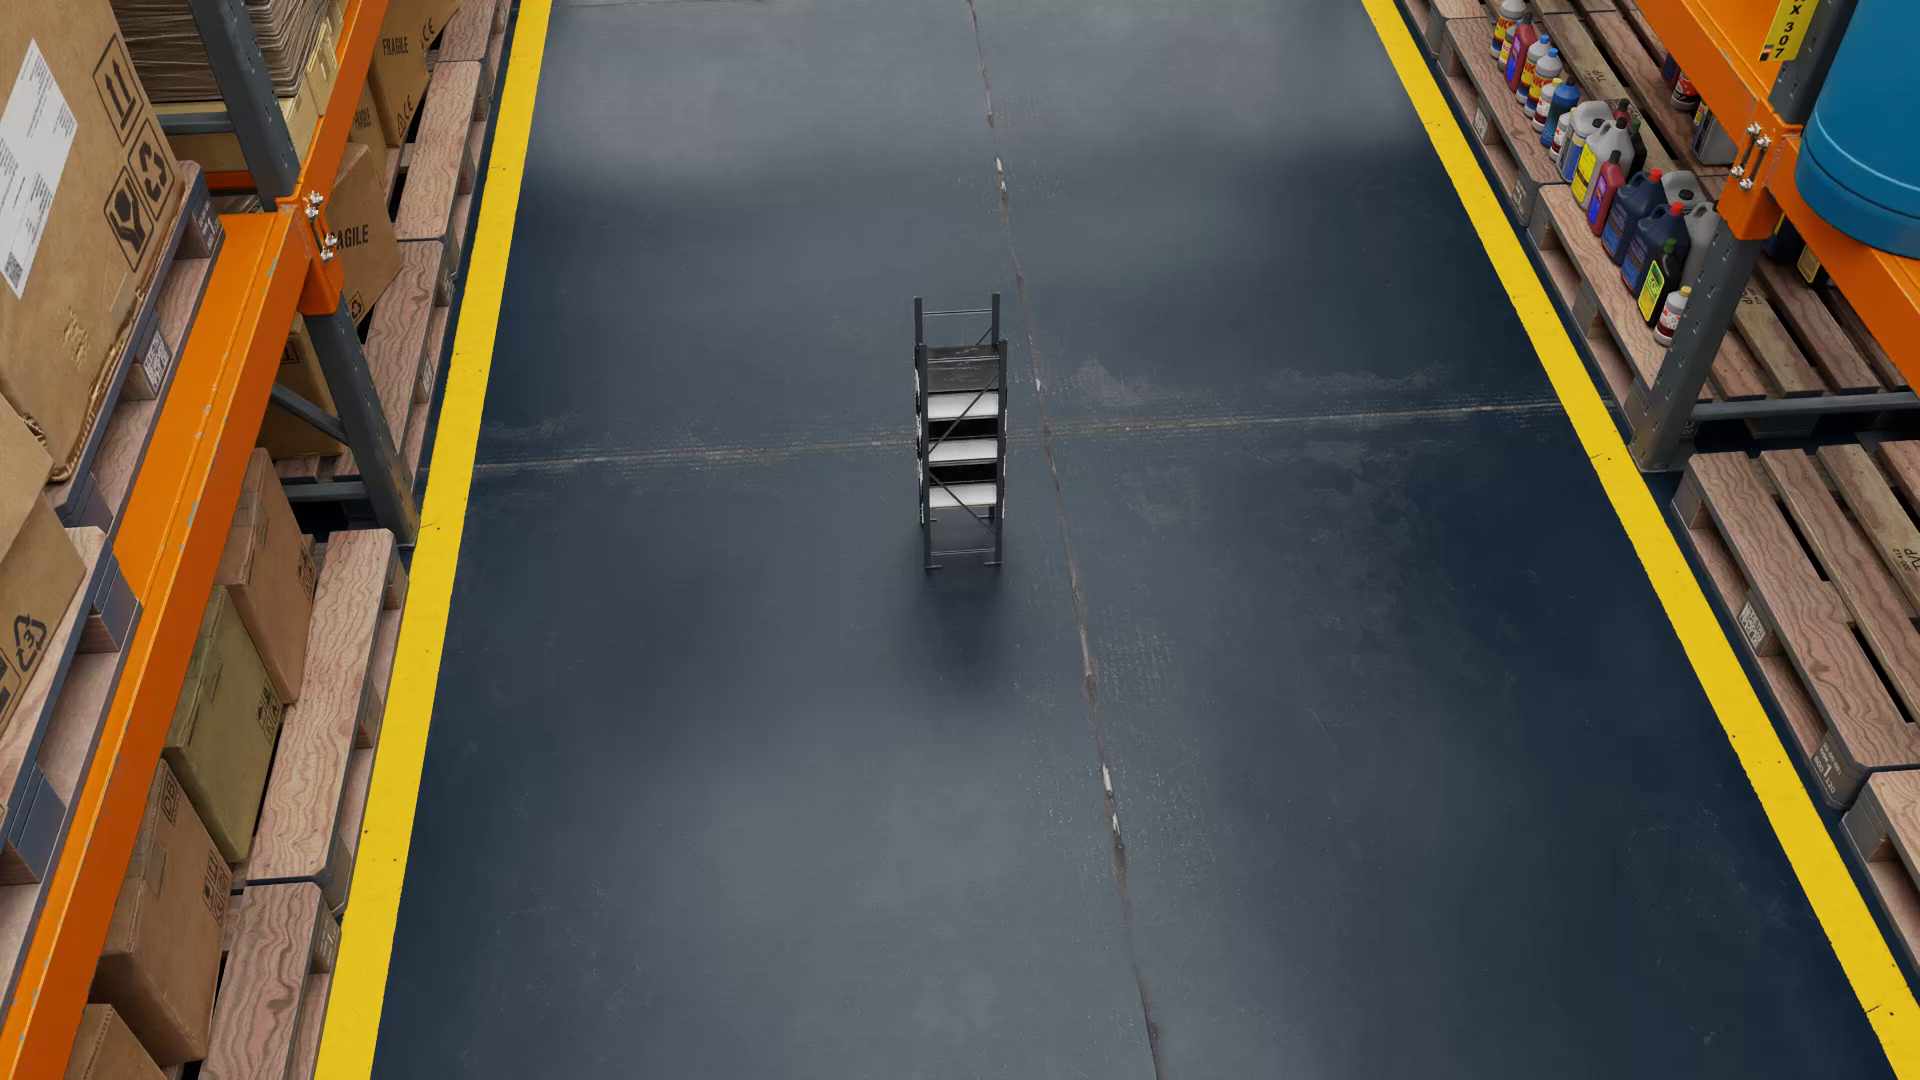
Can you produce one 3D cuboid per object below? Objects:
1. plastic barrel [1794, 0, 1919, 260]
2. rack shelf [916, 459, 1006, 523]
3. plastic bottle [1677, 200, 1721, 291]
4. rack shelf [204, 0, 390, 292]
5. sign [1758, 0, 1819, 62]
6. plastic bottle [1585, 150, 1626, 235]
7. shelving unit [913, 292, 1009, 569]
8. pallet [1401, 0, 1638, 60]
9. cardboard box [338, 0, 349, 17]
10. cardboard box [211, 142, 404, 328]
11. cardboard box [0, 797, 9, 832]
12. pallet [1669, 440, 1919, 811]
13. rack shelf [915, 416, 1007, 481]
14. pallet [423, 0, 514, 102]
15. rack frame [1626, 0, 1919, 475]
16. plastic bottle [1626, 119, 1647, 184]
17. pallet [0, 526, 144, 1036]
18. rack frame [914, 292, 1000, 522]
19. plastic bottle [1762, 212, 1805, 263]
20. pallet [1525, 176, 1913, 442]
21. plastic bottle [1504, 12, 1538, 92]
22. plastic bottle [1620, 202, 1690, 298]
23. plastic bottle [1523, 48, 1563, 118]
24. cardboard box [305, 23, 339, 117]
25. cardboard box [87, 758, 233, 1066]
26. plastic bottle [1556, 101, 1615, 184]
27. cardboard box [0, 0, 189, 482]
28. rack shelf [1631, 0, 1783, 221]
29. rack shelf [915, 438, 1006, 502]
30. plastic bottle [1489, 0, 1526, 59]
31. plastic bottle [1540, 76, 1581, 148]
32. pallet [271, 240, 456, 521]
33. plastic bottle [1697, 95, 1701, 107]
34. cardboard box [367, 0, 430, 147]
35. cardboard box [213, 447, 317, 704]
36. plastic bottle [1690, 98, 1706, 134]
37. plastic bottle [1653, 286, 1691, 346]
[{"bbox_3d":[2.452,-1.193,3.969,0.600,0.901,0.708,-3,47,-3],"label":"plastic barrel"},{"bbox_3d":[0.001,-0.157,5.073,0.258,0.077,0.200,-3,47,-3],"label":"rack shelf"},{"bbox_3d":[2.524,-1.017,5.668,0.144,0.351,0.185,-3,47,-3],"label":"plastic bottle"},{"bbox_3d":[-2.381,-2.218,5.780,1.077,0.370,4.000,-3,47,-3],"label":"rack shelf"},{"bbox_3d":[2.173,-1.389,4.309,0.100,0.325,0.005,-3,47,-3],"label":"sign"},{"bbox_3d":[2.310,-1.239,5.925,0.061,0.283,0.133,-1,47,-1],"label":"plastic bottle"},{"bbox_3d":[0.001,-0.304,4.918,0.258,0.900,0.210,-3,47,-3],"label":"shelving unit"},{"bbox_3d":[2.503,-2.614,7.580,1.003,0.211,1.213,-3,47,-3],"label":"pallet"},{"bbox_3d":[-2.019,-1.647,4.917,0.380,0.149,0.250,-3,47,-3],"label":"cardboard box"},{"bbox_3d":[-2.263,-1.009,5.572,0.500,0.500,0.500,10,47,9],"label":"cardboard box"},{"bbox_3d":[-1.790,0.557,2.471,0.500,0.250,0.500,-5,47,-4],"label":"cardboard box"},{"bbox_3d":[2.826,0.206,4.910,1.003,0.211,1.213,-3,47,-3],"label":"pallet"},{"bbox_3d":[0.001,-0.281,4.942,0.258,0.077,0.200,-3,47,-3],"label":"rack shelf"},{"bbox_3d":[-2.509,-2.308,7.291,1.003,0.211,1.213,-3,47,-3],"label":"pallet"},{"bbox_3d":[2.722,-1.319,4.433,1.000,3.000,0.127,-3,47,-3],"label":"rack frame"},{"bbox_3d":[2.438,-1.382,6.061,0.061,0.283,0.133,-3,47,-3],"label":"plastic bottle"},{"bbox_3d":[-2.085,0.512,2.831,1.003,0.211,1.213,-3,47,-3],"label":"pallet"},{"bbox_3d":[-0.008,-0.377,4.987,0.240,0.900,0.006,-3,47,-3],"label":"rack frame"},{"bbox_3d":[2.924,-1.160,5.804,0.144,0.351,0.185,-3,47,-3],"label":"plastic bottle"},{"bbox_3d":[2.707,-0.849,5.908,1.003,0.211,1.213,-3,47,-3],"label":"pallet"},{"bbox_3d":[2.229,-1.935,6.584,0.061,0.283,0.133,-3,47,-3],"label":"plastic bottle"},{"bbox_3d":[2.381,-1.008,5.660,0.144,0.351,0.185,-5,47,-4],"label":"plastic bottle"},{"bbox_3d":[2.265,-1.775,6.441,0.097,0.271,0.097,0,47,0],"label":"plastic bottle"},{"bbox_3d":[-1.940,-1.287,4.576,0.380,0.149,0.250,-3,47,-3],"label":"cardboard box"},{"bbox_3d":[-2.115,0.887,3.763,0.700,0.500,0.500,-7,47,-7],"label":"cardboard box"},{"bbox_3d":[2.328,-1.472,6.152,0.152,0.276,0.135,-3,47,-3],"label":"plastic bottle"},{"bbox_3d":[-2.287,-0.785,3.225,1.000,1.000,1.000,-3,47,-3],"label":"cardboard box"},{"bbox_3d":[2.554,-2.519,6.065,1.077,0.370,4.000,-3,47,-3],"label":"rack shelf"},{"bbox_3d":[0.001,-0.219,5.007,0.258,0.077,0.200,-3,47,-3],"label":"rack shelf"},{"bbox_3d":[2.228,-2.095,6.745,0.097,0.271,0.097,0,47,0],"label":"plastic bottle"},{"bbox_3d":[2.282,-1.628,6.302,0.097,0.271,0.097,0,47,0],"label":"plastic bottle"},{"bbox_3d":[-2.305,-0.543,5.619,1.003,0.211,1.213,-3,47,-3],"label":"pallet"},{"bbox_3d":[2.983,-1.841,6.501,0.152,0.276,0.135,-5,47,-4],"label":"plastic bottle"},{"bbox_3d":[-2.395,-1.860,6.378,0.500,0.500,0.500,0,47,0],"label":"cardboard box"},{"bbox_3d":[-2.184,0.136,4.474,0.700,0.500,0.500,-7,47,-6],"label":"cardboard box"},{"bbox_3d":[2.884,-1.657,6.378,0.097,0.201,0.097,0,47,0],"label":"plastic bottle"},{"bbox_3d":[2.381,-0.752,5.520,0.097,0.201,0.097,0,47,0],"label":"plastic bottle"}]
